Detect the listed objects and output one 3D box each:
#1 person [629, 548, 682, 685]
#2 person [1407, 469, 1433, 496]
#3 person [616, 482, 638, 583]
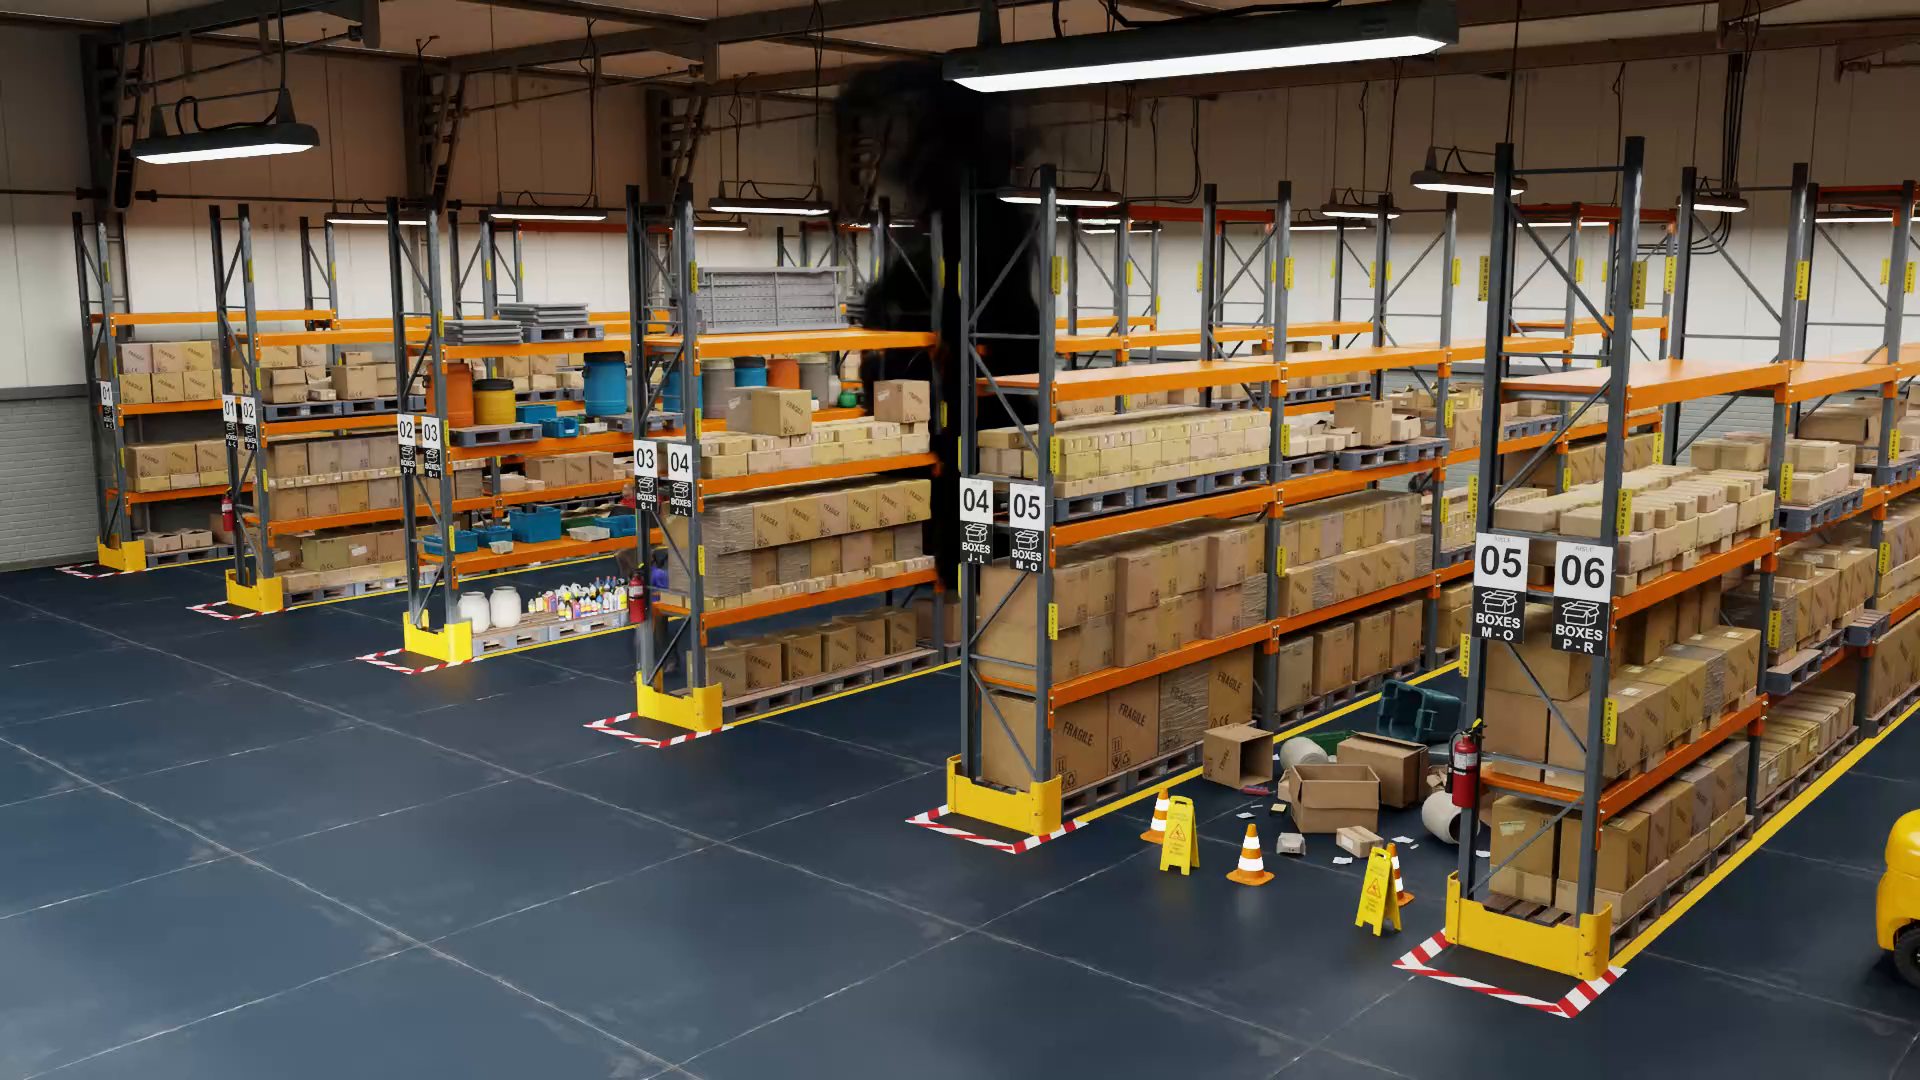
[{"bbox_3d":[-3.788,0.935,20.722,0.555,1.709,0.797,7,12,35],"label":"person"},{"bbox_3d":[8.083,-0.489,29.021,0.664,1.767,0.825,5,11,28],"label":"person"},{"bbox_3d":[-5.237,-0.030,26.442,0.767,1.773,0.670,-9,13,-43],"label":"person"}]
